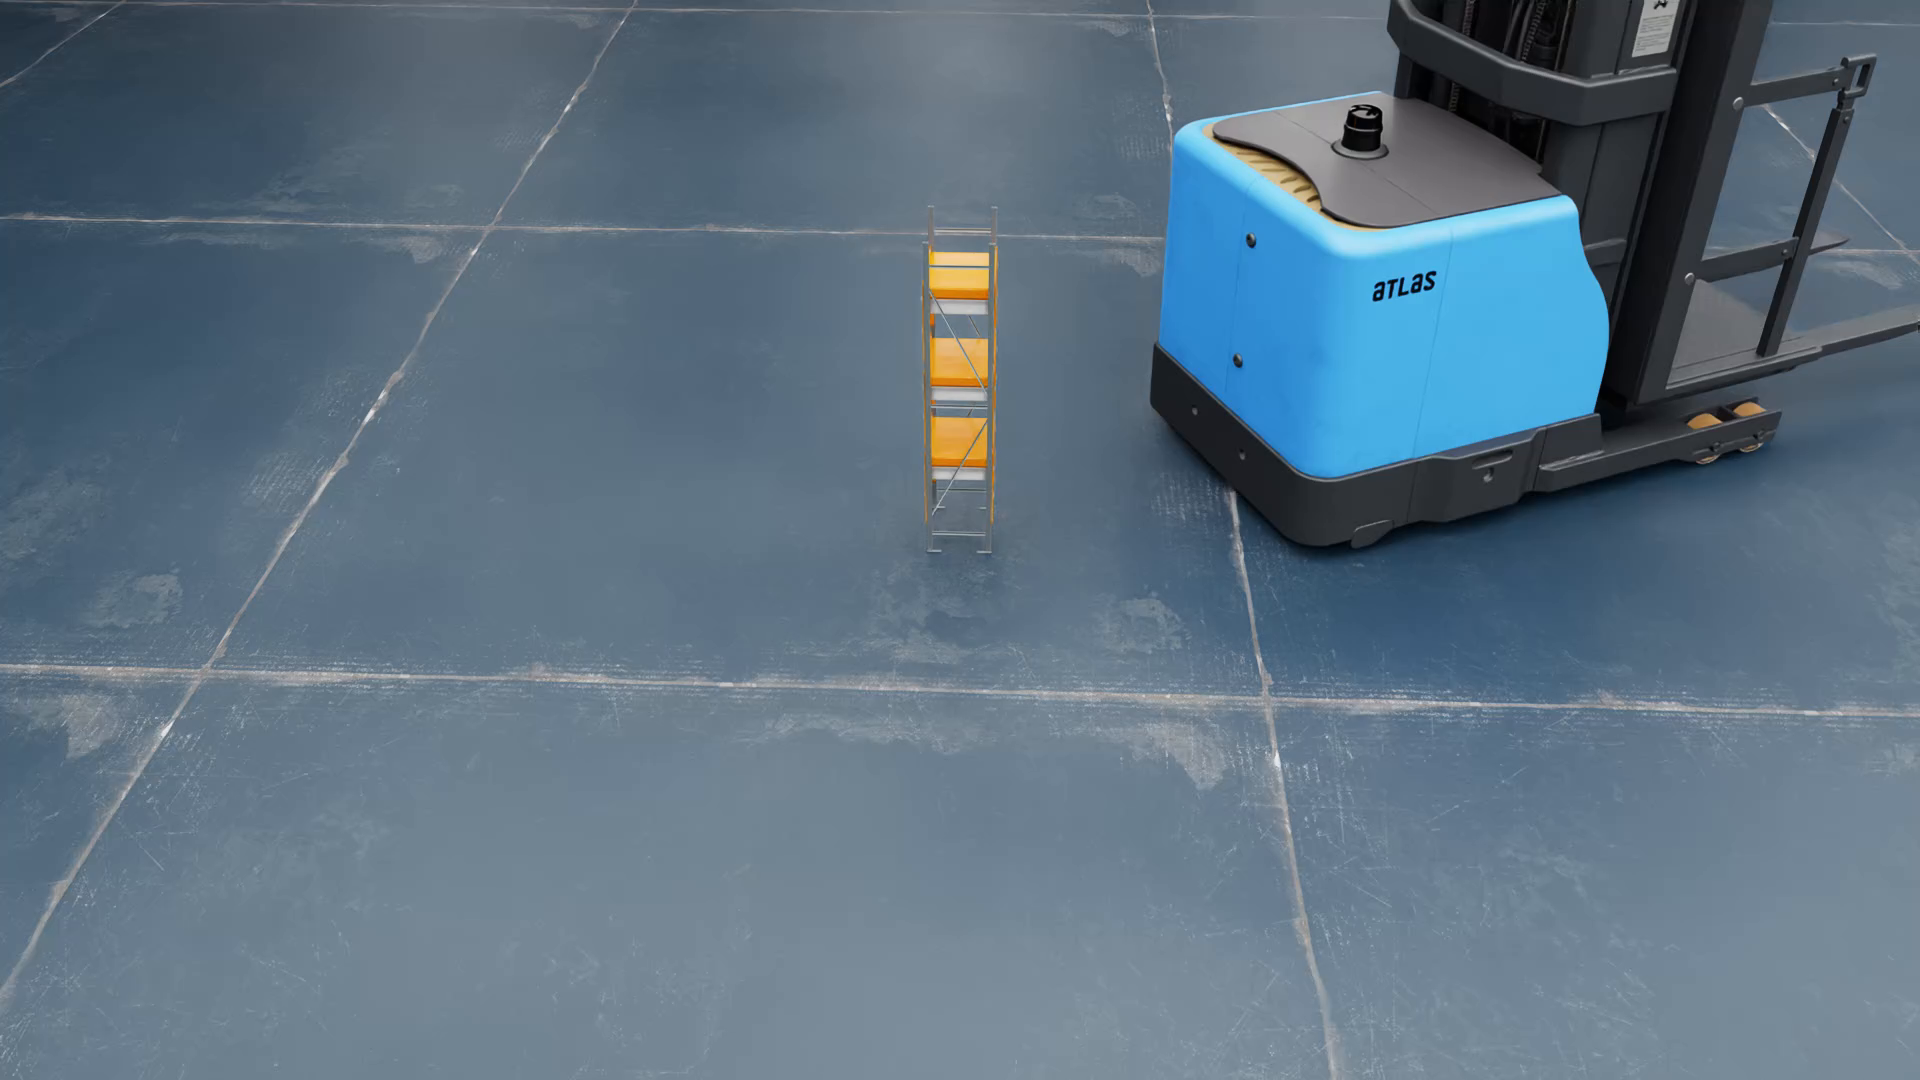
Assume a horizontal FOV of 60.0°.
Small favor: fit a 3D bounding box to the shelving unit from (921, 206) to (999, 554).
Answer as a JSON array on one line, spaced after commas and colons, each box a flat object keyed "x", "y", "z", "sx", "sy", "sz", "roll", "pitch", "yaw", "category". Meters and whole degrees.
[{"x": 0.002, "y": -0.460, "z": 4.992, "sx": 0.215, "sy": 1.050, "sz": 0.252, "roll": 1, "pitch": 35, "yaw": 2, "category": "shelving unit"}]

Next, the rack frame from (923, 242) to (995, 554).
[{"x": -0.003, "y": -0.390, "z": 4.892, "sx": 0.200, "sy": 1.050, "sz": 0.008, "roll": 1, "pitch": 35, "yaw": 2, "category": "rack frame"}]

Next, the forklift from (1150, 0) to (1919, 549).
[{"x": 2.228, "y": -1.720, "z": 5.149, "sx": 3.031, "sy": 2.935, "sz": 1.130, "roll": -14, "pitch": 37, "yaw": -19, "category": "forklift"}]

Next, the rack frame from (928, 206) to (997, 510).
[{"x": 0.007, "y": -0.530, "z": 5.092, "sx": 0.200, "sy": 1.050, "sz": 0.008, "roll": 1, "pitch": 35, "yaw": 2, "category": "rack frame"}]

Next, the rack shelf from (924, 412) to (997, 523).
[{"x": 0.002, "y": -0.224, "z": 5.158, "sx": 0.215, "sy": 0.259, "sz": 0.240, "roll": 1, "pitch": 35, "yaw": 2, "category": "rack shelf"}]

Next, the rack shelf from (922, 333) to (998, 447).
[{"x": 0.002, "y": -0.452, "z": 4.998, "sx": 0.215, "sy": 0.259, "sz": 0.240, "roll": 1, "pitch": 35, "yaw": 2, "category": "rack shelf"}]

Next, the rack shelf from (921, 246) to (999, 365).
[{"x": 0.002, "y": -0.684, "z": 4.835, "sx": 0.215, "sy": 0.259, "sz": 0.240, "roll": 1, "pitch": 35, "yaw": 2, "category": "rack shelf"}]
